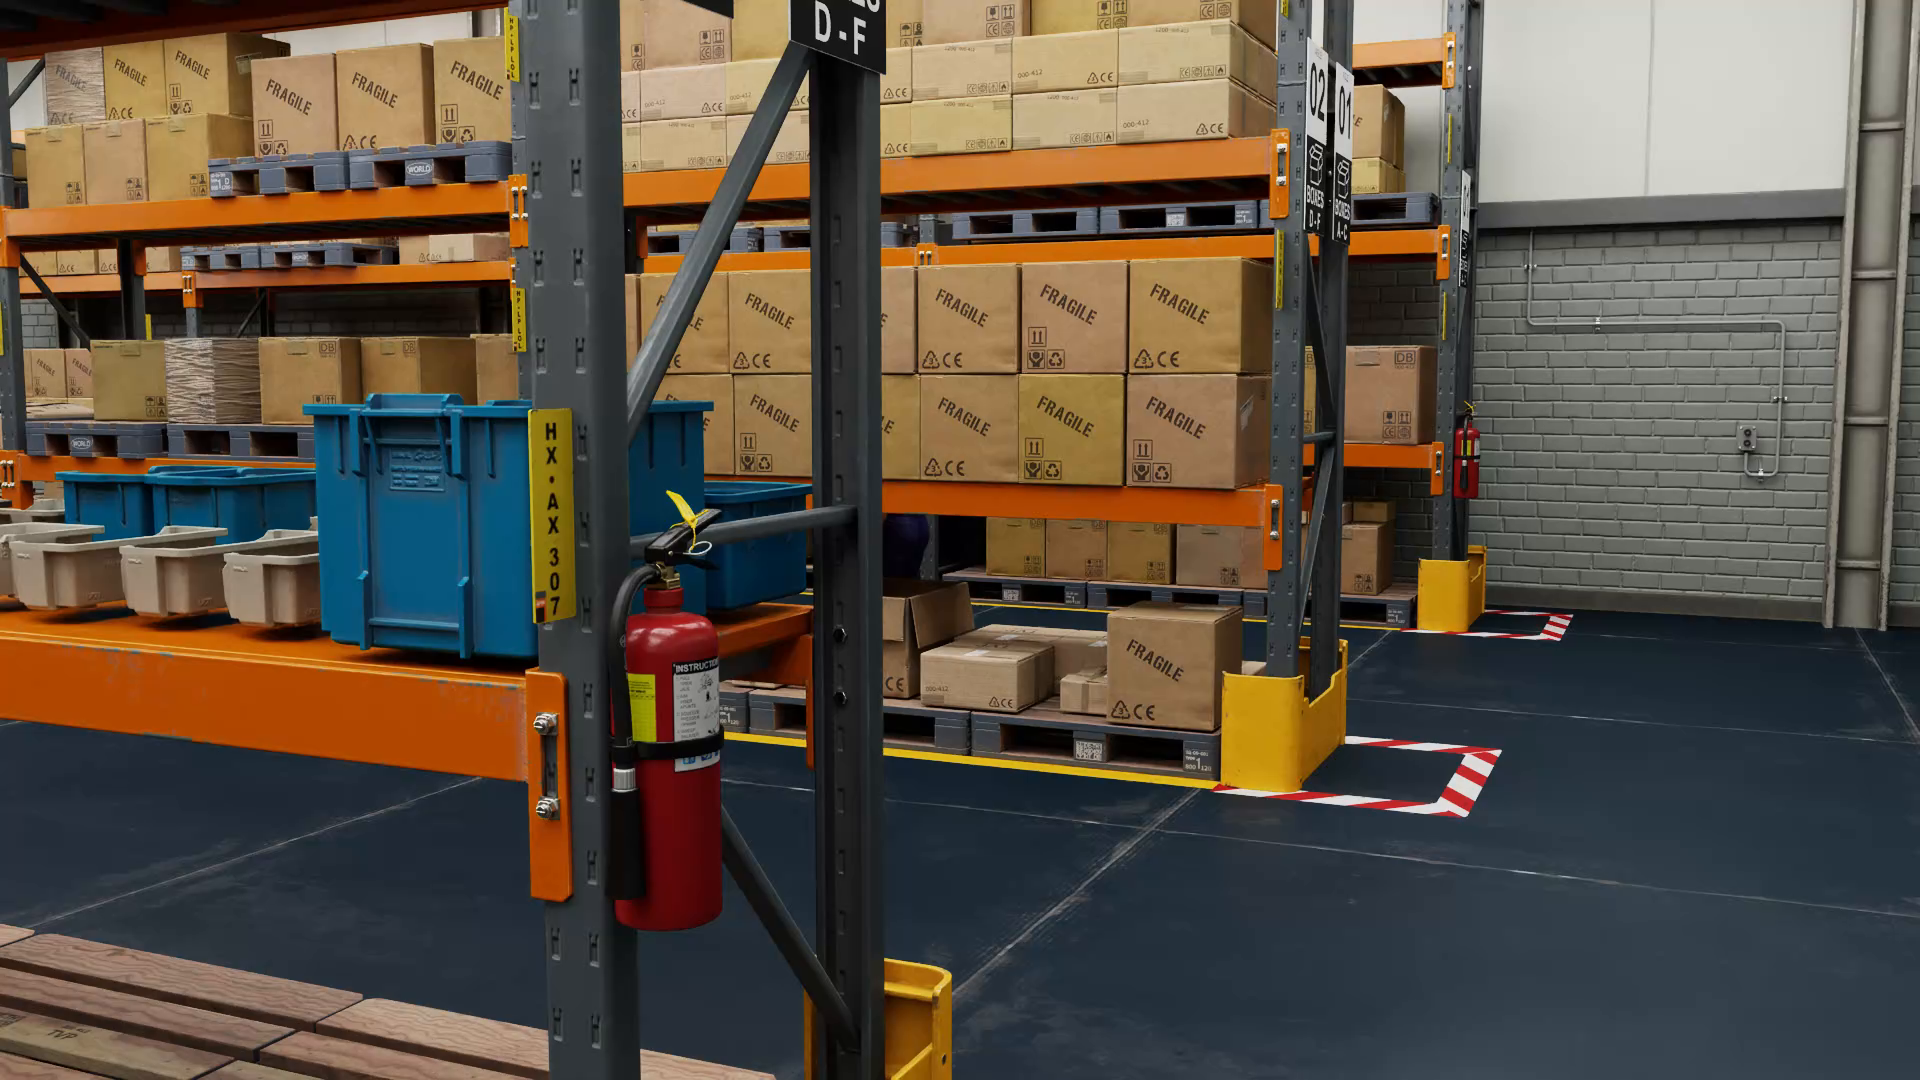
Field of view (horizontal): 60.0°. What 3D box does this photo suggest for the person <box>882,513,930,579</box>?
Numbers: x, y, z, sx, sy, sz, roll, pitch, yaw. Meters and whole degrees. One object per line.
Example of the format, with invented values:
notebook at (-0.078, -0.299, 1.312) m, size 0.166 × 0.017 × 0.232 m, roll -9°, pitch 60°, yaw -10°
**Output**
person at (-0.401, -0.038, 10.203) m, size 0.377 × 1.651 × 0.539 m, roll 2°, pitch 6°, yaw 24°
